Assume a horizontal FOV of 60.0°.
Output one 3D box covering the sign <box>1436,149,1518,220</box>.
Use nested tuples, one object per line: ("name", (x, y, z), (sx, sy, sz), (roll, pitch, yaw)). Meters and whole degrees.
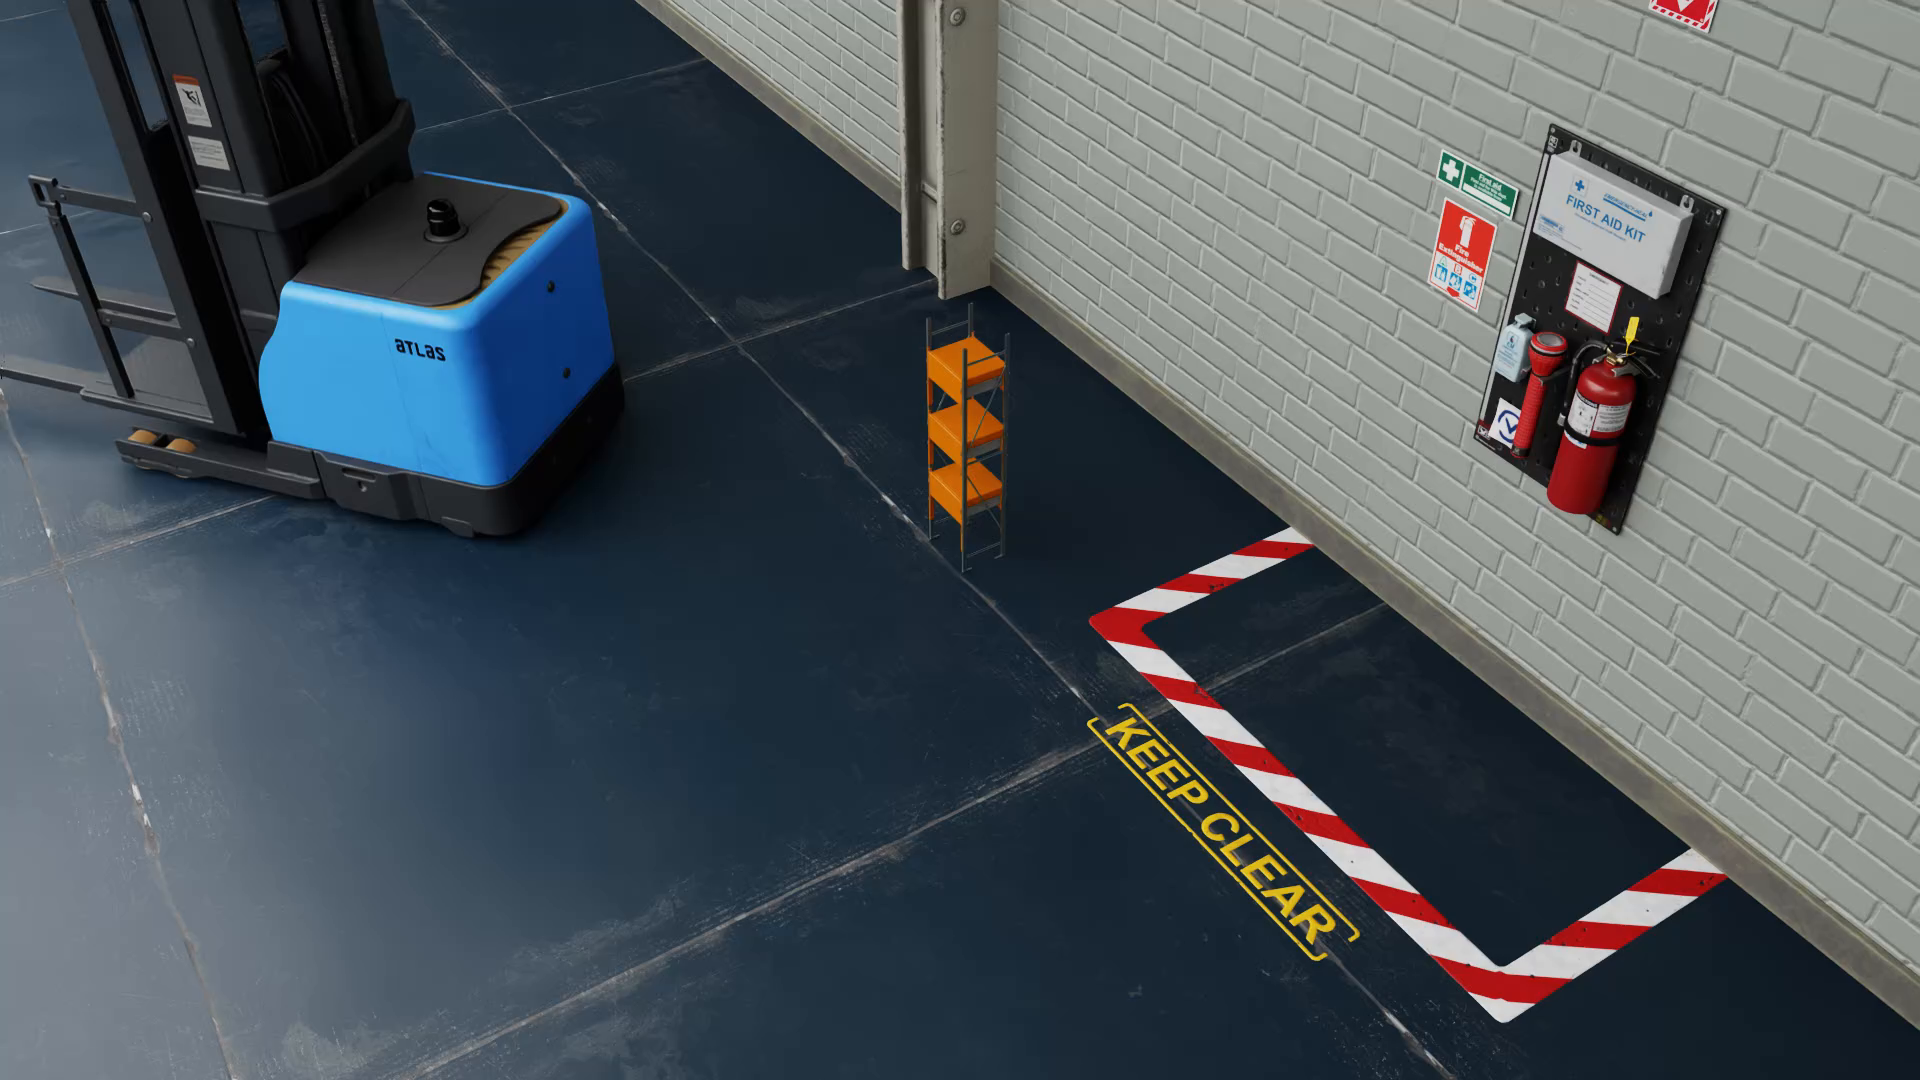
("sign", (1.656, -1.143, 5.336), (0.001, 0.109, 0.331), (-22, 45, -24))

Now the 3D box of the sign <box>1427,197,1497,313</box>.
("sign", (1.661, -0.945, 5.513), (0.001, 0.329, 0.234), (-22, 45, -24))

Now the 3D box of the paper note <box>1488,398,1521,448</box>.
("paper note", (1.835, -0.378, 5.548), (0.016, 0.148, 0.142), (-22, 45, -24))

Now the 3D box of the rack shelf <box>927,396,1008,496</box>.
("rack shelf", (0.029, -0.366, 6.386), (0.215, 0.259, 0.240), (-22, 45, -24))

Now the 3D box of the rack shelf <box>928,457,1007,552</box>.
("rack shelf", (0.029, -0.153, 6.564), (0.215, 0.259, 0.240), (-22, 45, -24))

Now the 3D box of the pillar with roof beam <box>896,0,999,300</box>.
("pillar with roof beam", (-3.687, -3.311, 3.694), (9.100, 9.000, 0.400), (-22, 45, -24))

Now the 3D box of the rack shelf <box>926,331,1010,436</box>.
("rack shelf", (0.029, -0.584, 6.204), (0.215, 0.259, 0.240), (-22, 45, -24))

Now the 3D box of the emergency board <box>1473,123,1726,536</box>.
("emergency board", (1.872, -0.597, 5.123), (0.194, 1.169, 0.643), (-22, 45, -24))

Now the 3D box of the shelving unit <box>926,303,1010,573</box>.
("shelving unit", (0.029, -0.374, 6.379), (0.215, 1.050, 0.252), (-22, 45, -24))

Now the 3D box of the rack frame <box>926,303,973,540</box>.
("rack frame", (-0.037, -0.440, 6.458), (0.200, 1.050, 0.008), (-22, 45, -24))

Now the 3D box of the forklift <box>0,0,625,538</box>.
("forklift", (-3.054, -1.695, 6.495), (3.031, 2.935, 1.130), (12, 41, 14))

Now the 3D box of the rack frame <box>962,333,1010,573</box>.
("rack frame", (0.094, -0.309, 6.300), (0.200, 1.050, 0.008), (-22, 45, -24))

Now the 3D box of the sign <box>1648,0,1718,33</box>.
("sign", (1.952, -1.526, 4.427), (0.001, 0.298, 0.199), (-22, 45, -24))
